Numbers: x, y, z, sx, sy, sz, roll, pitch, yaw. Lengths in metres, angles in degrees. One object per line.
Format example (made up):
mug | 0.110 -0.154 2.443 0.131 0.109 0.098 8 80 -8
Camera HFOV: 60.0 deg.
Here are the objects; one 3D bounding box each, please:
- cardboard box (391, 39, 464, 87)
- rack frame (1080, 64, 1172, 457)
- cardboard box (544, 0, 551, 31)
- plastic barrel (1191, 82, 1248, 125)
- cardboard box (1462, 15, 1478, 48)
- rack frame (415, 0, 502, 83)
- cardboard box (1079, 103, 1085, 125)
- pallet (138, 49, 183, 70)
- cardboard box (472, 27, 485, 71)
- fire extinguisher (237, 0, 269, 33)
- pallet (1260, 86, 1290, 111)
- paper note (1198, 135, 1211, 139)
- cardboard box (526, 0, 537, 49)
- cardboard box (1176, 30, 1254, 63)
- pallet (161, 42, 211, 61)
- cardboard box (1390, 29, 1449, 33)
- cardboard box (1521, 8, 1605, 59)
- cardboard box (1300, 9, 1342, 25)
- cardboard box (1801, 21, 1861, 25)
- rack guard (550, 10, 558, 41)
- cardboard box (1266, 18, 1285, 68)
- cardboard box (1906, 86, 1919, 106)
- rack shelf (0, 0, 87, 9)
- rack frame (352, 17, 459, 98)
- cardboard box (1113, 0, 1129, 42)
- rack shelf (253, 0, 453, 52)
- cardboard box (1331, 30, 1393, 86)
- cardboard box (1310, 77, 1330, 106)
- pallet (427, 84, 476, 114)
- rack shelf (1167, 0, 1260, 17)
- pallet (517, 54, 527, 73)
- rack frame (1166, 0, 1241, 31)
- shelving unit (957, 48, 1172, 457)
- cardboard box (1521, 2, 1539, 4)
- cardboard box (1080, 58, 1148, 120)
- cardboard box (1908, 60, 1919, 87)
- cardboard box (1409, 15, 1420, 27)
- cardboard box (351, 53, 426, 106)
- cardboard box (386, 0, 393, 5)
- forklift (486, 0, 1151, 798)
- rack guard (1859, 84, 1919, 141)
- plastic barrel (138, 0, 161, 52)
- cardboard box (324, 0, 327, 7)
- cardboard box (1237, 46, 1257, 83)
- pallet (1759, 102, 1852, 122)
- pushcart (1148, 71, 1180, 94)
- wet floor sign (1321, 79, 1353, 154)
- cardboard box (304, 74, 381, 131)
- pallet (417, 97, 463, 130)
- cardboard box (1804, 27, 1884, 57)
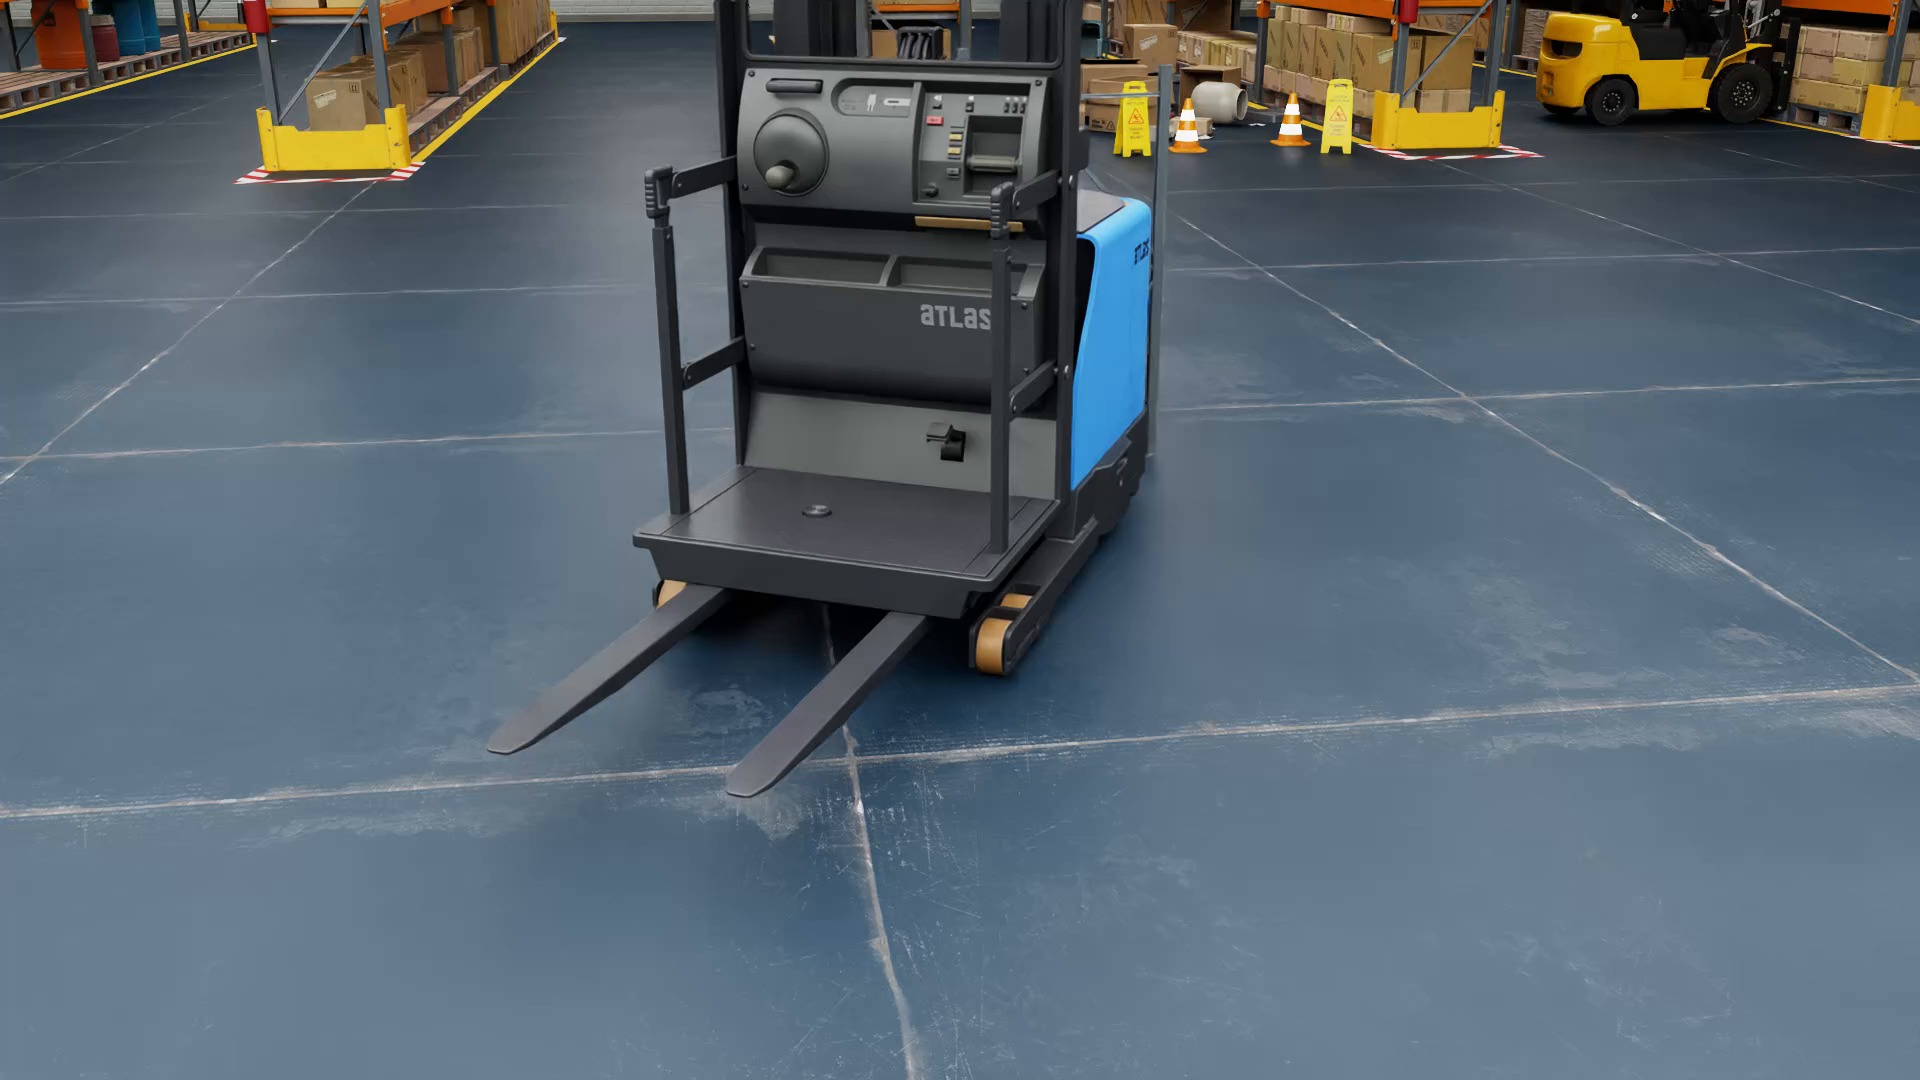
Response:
cardboard box | -6.023 -5.387 18.797 0.700 0.500 0.500 -3 21 -8
rack frame | 0.534 -1.013 6.286 0.500 1.500 0.032 -6 21 -16
cardboard box | -7.465 -9.111 28.259 0.875 0.875 0.875 -3 21 -8
plastic barrel | 2.681 -4.519 17.211 0.512 0.421 0.421 12 24 30
cardboard box | 7.822 -7.625 24.816 0.500 0.500 0.500 -2 21 -5
rack frame | -6.483 -7.357 21.127 1.000 3.000 0.127 -3 21 -8
cardboard box | 1.087 -4.404 17.129 0.396 0.266 0.258 1 20 2
pallet | -11.891 -6.917 23.934 1.003 0.211 1.213 -3 21 -8
cardboard box | -6.366 -6.161 20.869 0.700 0.500 0.500 -4 21 -11
fire extinguisher | -5.769 -4.488 13.557 0.296 0.674 0.183 -3 21 -8
pallet | 4.032 -4.935 18.628 1.003 0.211 1.213 -3 21 -8
paper note | 2.371 -3.923 16.177 0.148 0.019 0.142 -11 23 -26
cardboard box | -6.947 -7.723 24.543 1.225 0.875 0.875 -3 21 -8
cardboard box | 3.395 -6.627 22.327 0.950 0.372 0.625 -4 21 -11
pallet | -12.105 -7.439 25.331 1.003 0.211 1.213 -3 21 -8
cardboard box | 4.551 -4.829 16.617 0.500 0.500 0.500 -4 21 -10
cardboard box | 8.311 -6.976 22.901 0.875 0.625 0.625 -2 21 -6
cardboard box | 3.794 -5.501 17.488 0.380 0.149 0.250 -2 21 -5
cardboard box | 9.302 -5.416 17.831 0.500 0.250 0.500 -3 21 -9
rack guard | -7.639 -8.964 29.003 1.175 0.500 0.348 -3 21 -8
cardboard box | 3.718 -5.514 18.451 0.500 0.500 0.500 -2 21 -5
cardboard box | 9.511 -4.427 16.613 0.500 0.250 0.500 -3 21 -8
rack shelf | -11.096 -6.078 18.730 1.077 0.370 4.000 -3 21 -8
rack frame | -5.906 -5.972 17.419 1.000 3.000 0.127 -3 21 -8
cardboard box | 2.916 -8.233 25.908 0.875 0.875 0.875 -2 21 -6
rack shelf | -5.618 -4.943 15.691 1.077 0.370 4.000 -3 21 -8
cardboard box | 4.025 -4.792 16.517 0.500 0.500 0.500 -2 21 -6
cardboard box | 3.946 -4.623 17.136 0.500 0.250 0.500 -4 21 -10
pallet | -6.020 -4.936 18.629 1.003 0.211 1.213 -3 21 -8
rack shelf | 3.612 -6.828 20.738 1.077 0.370 4.000 -3 21 -8
pallet | -6.694 -6.749 23.485 1.003 0.211 1.213 -3 21 -8
rack frame | 3.324 -7.857 22.466 1.000 3.000 0.127 -3 21 -8
shelving unit | 0.382 -1.183 6.740 0.538 1.500 1.048 -6 21 -16
cardboard box | 8.341 -7.810 24.385 0.380 0.149 0.250 -3 21 -7
cardboard box | 1.576 -4.785 17.615 0.797 0.637 0.503 -3 21 -8
cardboard box | 9.526 -4.655 16.507 0.500 0.250 0.500 -3 21 -7
cardboard box | 7.506 -8.341 26.733 0.500 0.500 0.500 -2 21 -5
cardboard box | -5.798 -4.660 16.877 0.500 0.500 0.500 4 21 9
cardboard box | -5.173 -4.755 14.520 0.380 0.149 0.250 -3 21 -8
forklift | -0.273 -1.148 4.601 1.130 2.935 3.031 7 22 18
rack guard | 9.392 -4.160 16.138 1.175 0.500 0.348 -3 21 -8
plastic barrel | -11.899 -7.517 23.954 0.600 0.901 0.708 -3 21 -8
cardboard box | -5.610 -4.645 14.224 0.380 0.149 0.250 -3 21 -8
cardboard box | 3.822 -5.619 19.630 0.950 0.372 0.625 -3 21 -7
pallet | 9.064 -4.717 18.043 1.003 0.211 1.213 -3 21 -8
pushcart | 1.651 -5.111 18.862 1.648 0.377 0.936 -11 23 -26
wet floor sign | 3.446 -3.865 15.141 0.267 0.644 0.232 4 21 11
cardboard box | -5.403 -3.830 14.656 0.500 0.500 0.500 1 20 2
pallet | -5.774 -4.435 17.290 1.003 0.211 1.213 -3 21 -8
cardboard box | 8.934 -5.036 16.813 0.500 0.250 0.500 -3 21 -7
